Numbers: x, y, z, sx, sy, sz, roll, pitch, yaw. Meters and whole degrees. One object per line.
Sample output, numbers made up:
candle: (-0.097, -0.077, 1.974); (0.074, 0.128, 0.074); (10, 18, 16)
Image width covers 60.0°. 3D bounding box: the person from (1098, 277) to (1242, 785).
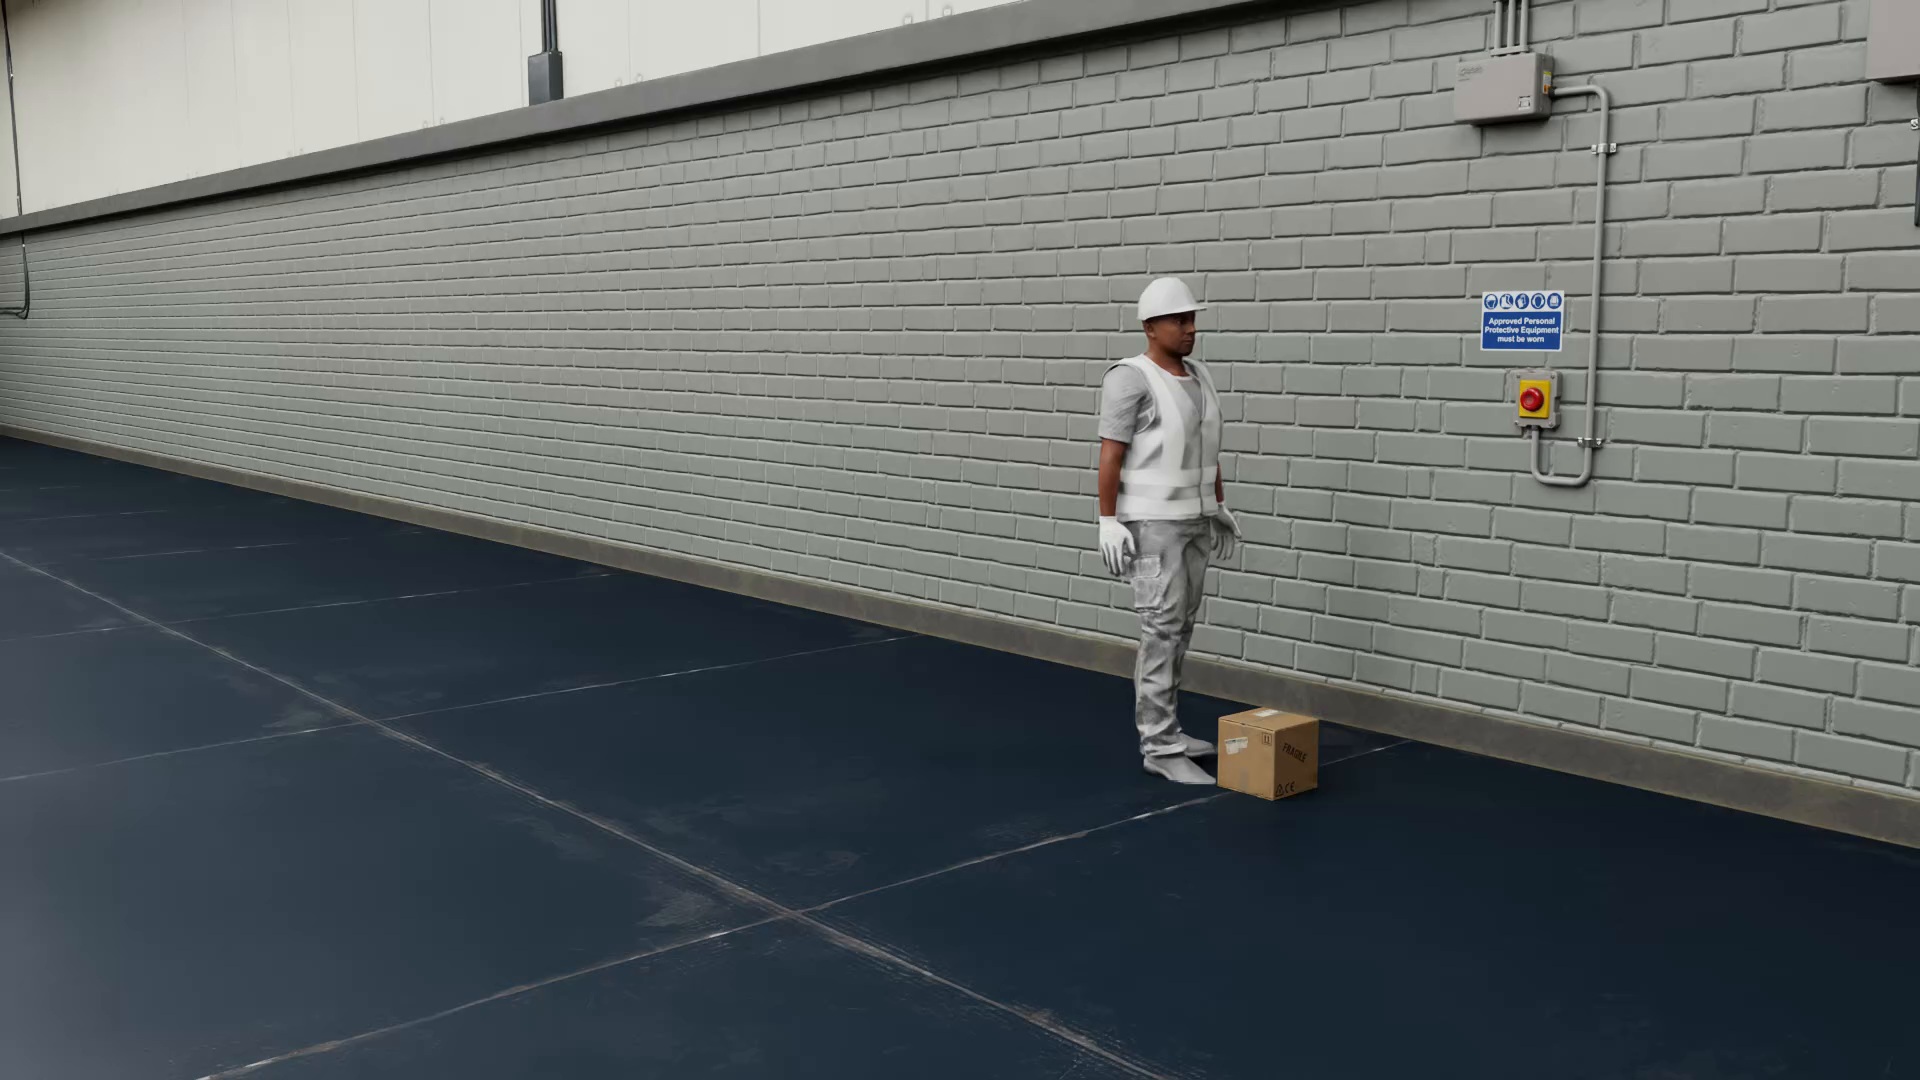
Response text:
person: (0.838, -0.042, 6.099); (0.517, 1.825, 0.594); (6, 10, 40)
